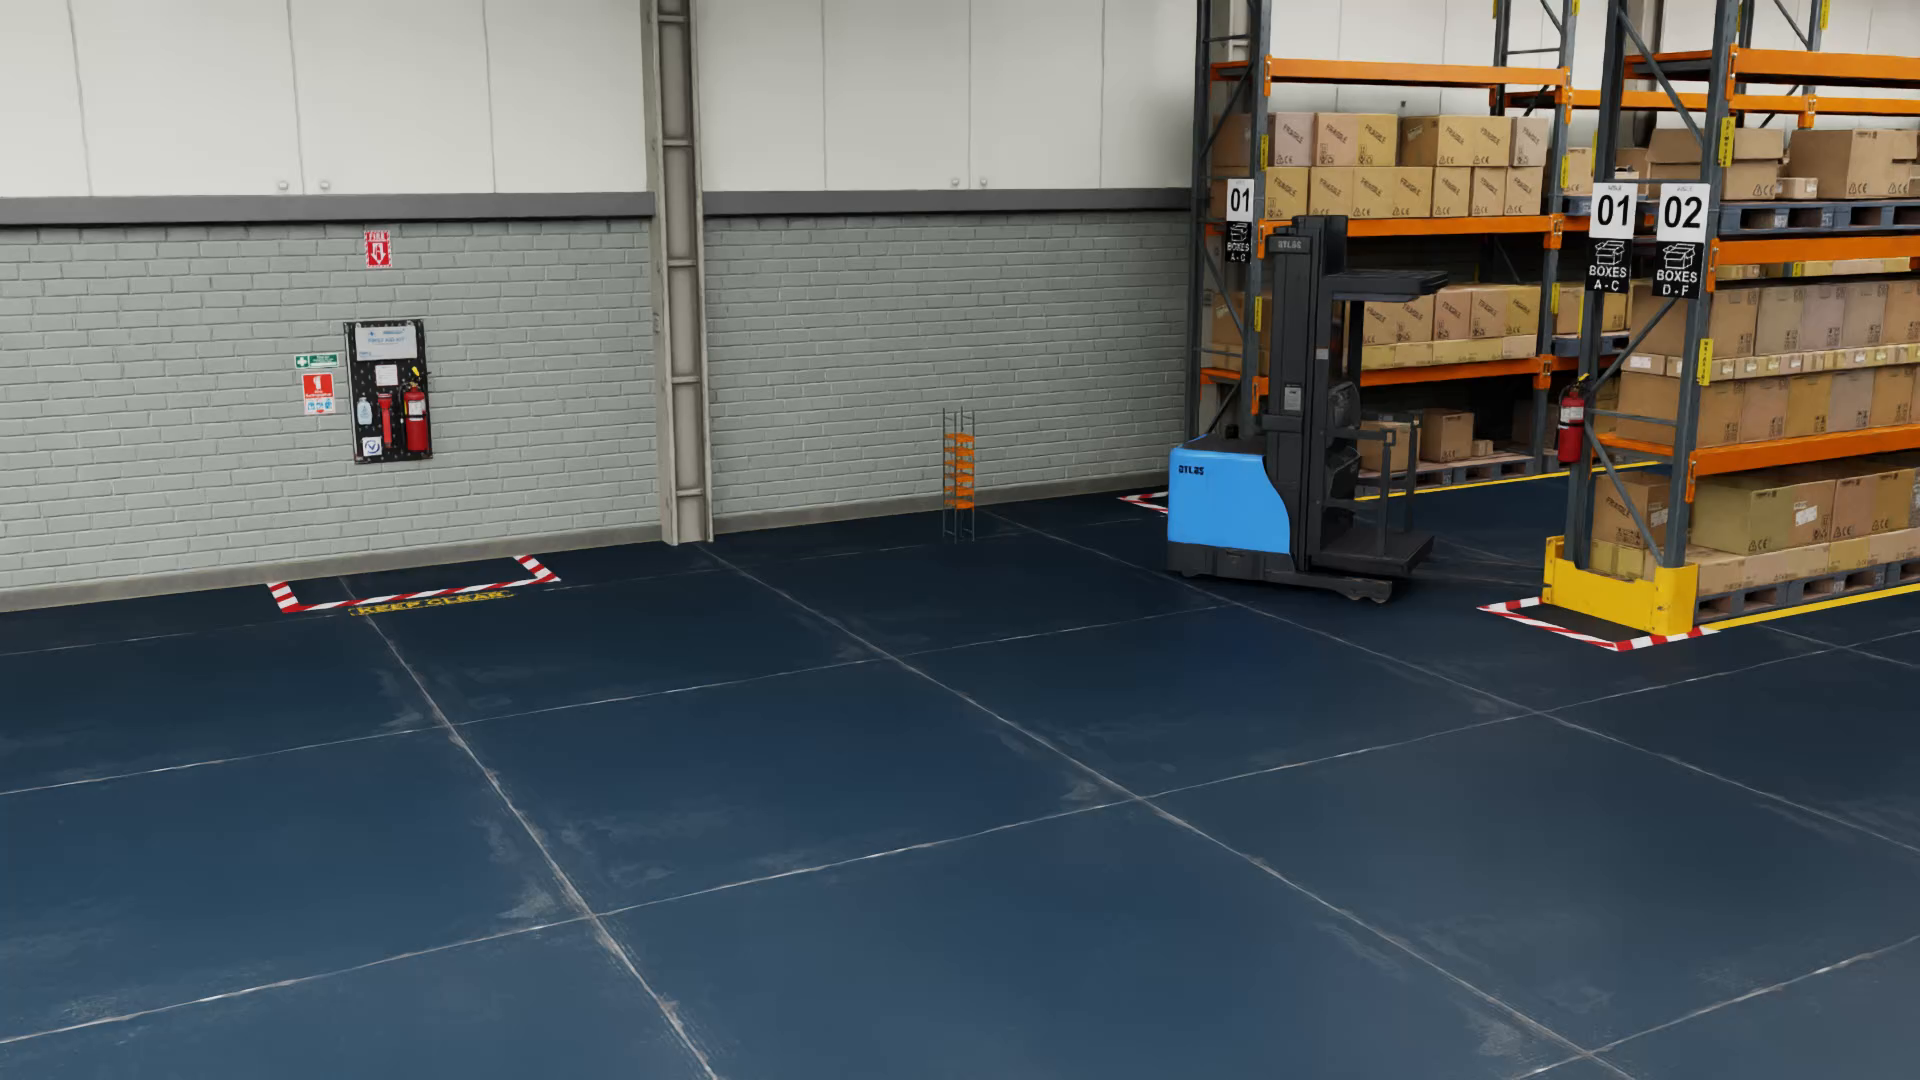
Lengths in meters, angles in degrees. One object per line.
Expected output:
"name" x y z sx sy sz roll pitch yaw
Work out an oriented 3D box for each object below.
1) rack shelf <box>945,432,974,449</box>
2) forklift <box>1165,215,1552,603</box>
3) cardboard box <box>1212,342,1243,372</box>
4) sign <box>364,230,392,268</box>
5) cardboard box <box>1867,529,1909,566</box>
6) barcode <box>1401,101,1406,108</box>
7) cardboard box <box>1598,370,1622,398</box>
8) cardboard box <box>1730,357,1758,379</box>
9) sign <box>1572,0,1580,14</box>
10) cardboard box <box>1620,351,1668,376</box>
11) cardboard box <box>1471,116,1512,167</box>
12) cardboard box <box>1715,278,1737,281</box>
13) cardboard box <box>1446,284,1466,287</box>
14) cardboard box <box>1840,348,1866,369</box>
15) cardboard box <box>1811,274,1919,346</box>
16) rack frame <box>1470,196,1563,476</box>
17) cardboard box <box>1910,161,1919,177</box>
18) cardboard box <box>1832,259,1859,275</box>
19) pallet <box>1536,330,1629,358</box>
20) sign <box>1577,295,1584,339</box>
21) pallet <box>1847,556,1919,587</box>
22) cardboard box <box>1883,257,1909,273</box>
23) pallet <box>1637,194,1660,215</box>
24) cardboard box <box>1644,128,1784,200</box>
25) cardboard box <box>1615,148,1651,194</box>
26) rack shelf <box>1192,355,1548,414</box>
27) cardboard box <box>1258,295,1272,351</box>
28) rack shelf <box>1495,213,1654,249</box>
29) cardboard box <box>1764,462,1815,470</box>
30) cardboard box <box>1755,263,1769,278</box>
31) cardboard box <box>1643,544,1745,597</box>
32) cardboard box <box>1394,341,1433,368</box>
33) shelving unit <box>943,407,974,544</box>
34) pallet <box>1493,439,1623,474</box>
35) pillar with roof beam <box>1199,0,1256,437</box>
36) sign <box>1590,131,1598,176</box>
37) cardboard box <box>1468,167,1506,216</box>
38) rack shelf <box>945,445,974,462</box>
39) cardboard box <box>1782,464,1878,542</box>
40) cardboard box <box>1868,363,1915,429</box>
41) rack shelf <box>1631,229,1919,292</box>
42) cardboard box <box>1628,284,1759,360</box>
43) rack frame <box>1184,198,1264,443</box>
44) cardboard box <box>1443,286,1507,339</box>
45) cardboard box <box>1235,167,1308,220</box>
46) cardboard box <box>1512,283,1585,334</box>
"rack shelf" -0.013 -0.892 14.901 0.180 0.103 0.258 -7 14 -28
"forklift" 3.247 -1.074 13.204 3.031 2.935 1.130 6 14 26
"cardboard box" 2.912 -1.874 16.899 0.500 0.250 0.500 -7 14 -27
"sign" -4.714 -2.356 13.468 0.199 0.298 0.001 -7 14 -28
"cardboard box" 7.304 0.016 13.510 0.500 0.250 0.500 -7 14 -28
"barcode" 4.679 -4.598 17.551 0.075 0.075 0.001 -7 14 -28
"cardboard box" 7.583 -1.816 19.328 0.500 0.250 0.500 -7 15 -29
"cardboard box" 5.649 -1.290 12.303 0.250 0.149 0.380 -7 15 -29
"sign" 6.349 -5.586 17.127 0.005 0.325 0.100 -7 14 -28
"cardboard box" 5.215 -1.339 12.520 0.250 0.149 0.380 -7 15 -29
"cardboard box" 5.317 -4.116 17.185 0.500 0.500 0.500 -6 14 -25
"cardboard box" 8.731 -2.840 19.668 0.500 0.500 0.700 -8 15 -33
"cardboard box" 5.137 -2.511 18.023 0.500 0.500 0.500 -7 14 -28
"cardboard box" 6.768 -1.423 12.895 0.250 0.149 0.380 -7 14 -27
"cardboard box" 7.213 -1.845 13.293 0.500 0.500 0.700 -7 14 -28
"rack frame" 6.105 -2.271 18.370 0.127 3.000 1.000 -7 14 -28
"cardboard box" 7.440 -2.951 13.487 0.500 0.311 0.500 -8 15 -31
"cardboard box" 10.610 -3.317 20.355 0.500 0.250 0.500 -7 14 -29
"pallet" 6.846 -2.230 18.624 1.213 0.211 1.003 -7 14 -28
"sign" 4.723 -1.683 12.578 0.005 0.325 0.100 -7 14 -28
"pallet" 7.764 0.119 14.101 1.213 0.211 1.003 -7 14 -28
"cardboard box" 11.492 -3.425 20.836 0.500 0.250 0.500 -7 15 -29
"pallet" 7.607 -3.797 18.747 1.003 0.211 1.213 -7 14 -28
"cardboard box" 5.478 -2.743 12.123 0.637 0.503 0.797 -6 14 -24
"cardboard box" 7.706 -4.160 18.748 0.500 0.500 0.500 -7 15 -30
"rack shelf" 4.350 -1.710 17.514 4.000 0.370 1.077 -7 14 -28
"cardboard box" 3.157 -2.145 16.398 0.500 0.500 0.500 -7 14 -28
"rack shelf" 7.861 -3.594 19.055 4.000 0.370 1.077 -7 14 -28
"cardboard box" 6.609 -0.400 13.652 0.500 0.500 0.500 -7 14 -28
"cardboard box" 9.890 -3.359 20.546 0.500 0.250 0.500 -6 14 -26
"cardboard box" 5.548 0.227 12.576 0.500 0.250 0.500 -7 14 -28
"cardboard box" 4.518 -1.940 17.193 0.500 0.250 0.500 -7 14 -27
"shelving unit" -0.013 -0.584 14.971 0.189 1.200 0.258 -7 14 -28
"pallet" 6.788 -0.993 19.042 1.213 0.211 1.003 -7 14 -28
"pillar with roof beam" 4.857 -4.188 13.223 0.400 9.000 9.100 -7 14 -28
"sign" 4.723 -2.859 12.314 0.005 0.325 0.100 -7 14 -28
"cardboard box" 5.330 -3.642 17.355 0.500 0.500 0.500 -8 15 -33
"rack shelf" -0.013 -0.775 14.928 0.180 0.103 0.258 -7 14 -28
"cardboard box" 6.866 -0.297 13.193 0.500 0.500 0.500 -7 14 -28
"cardboard box" 7.194 -1.209 13.423 0.500 0.500 0.700 -7 14 -27
"rack shelf" 6.727 -2.219 12.945 4.000 0.370 1.077 -7 14 -28
"cardboard box" 5.433 -1.630 12.339 0.500 0.500 0.700 -7 14 -28
"rack frame" 2.594 -1.851 16.501 0.127 3.000 1.000 -7 14 -28
"cardboard box" 5.403 -2.411 17.578 0.500 0.500 0.500 -7 14 -28
"cardboard box" 3.008 -3.360 16.100 0.500 0.500 0.500 -6 14 -26
"cardboard box" 6.568 -2.582 18.520 0.500 0.500 0.700 -7 14 -28
